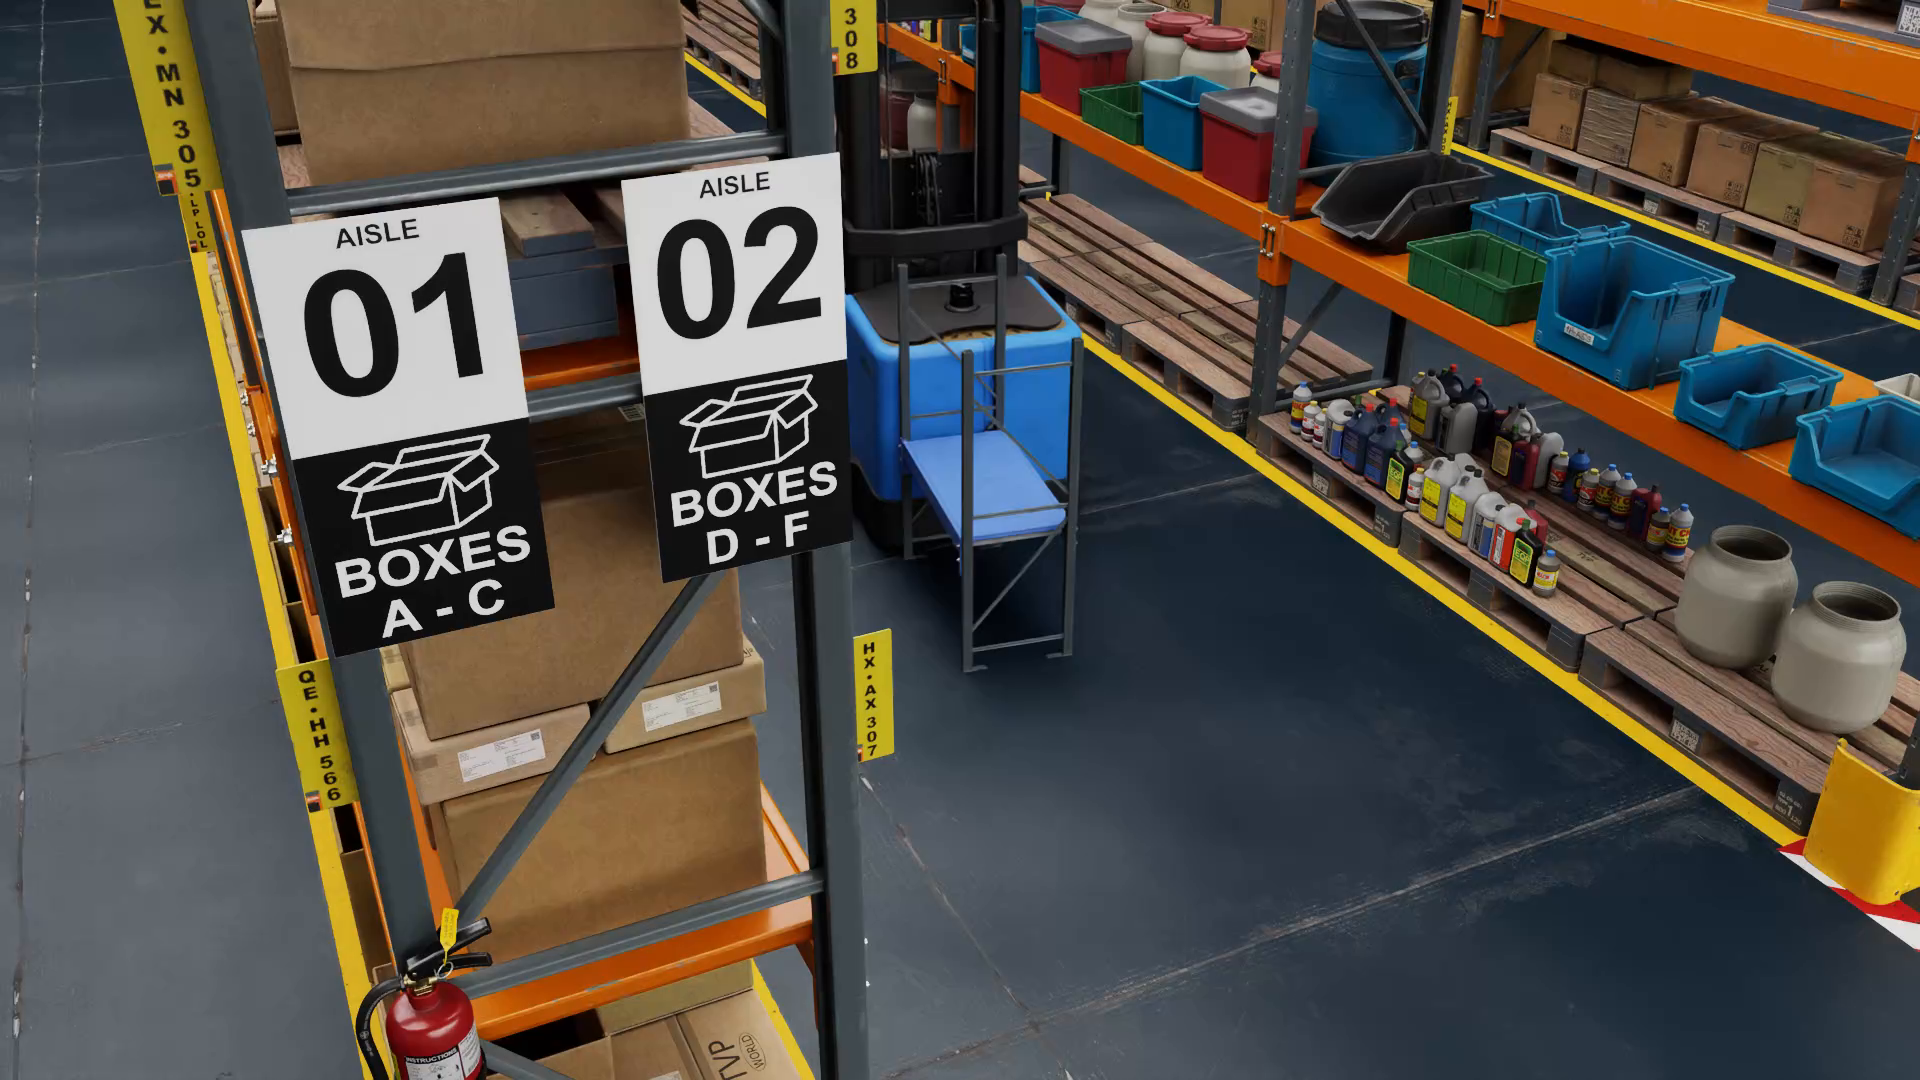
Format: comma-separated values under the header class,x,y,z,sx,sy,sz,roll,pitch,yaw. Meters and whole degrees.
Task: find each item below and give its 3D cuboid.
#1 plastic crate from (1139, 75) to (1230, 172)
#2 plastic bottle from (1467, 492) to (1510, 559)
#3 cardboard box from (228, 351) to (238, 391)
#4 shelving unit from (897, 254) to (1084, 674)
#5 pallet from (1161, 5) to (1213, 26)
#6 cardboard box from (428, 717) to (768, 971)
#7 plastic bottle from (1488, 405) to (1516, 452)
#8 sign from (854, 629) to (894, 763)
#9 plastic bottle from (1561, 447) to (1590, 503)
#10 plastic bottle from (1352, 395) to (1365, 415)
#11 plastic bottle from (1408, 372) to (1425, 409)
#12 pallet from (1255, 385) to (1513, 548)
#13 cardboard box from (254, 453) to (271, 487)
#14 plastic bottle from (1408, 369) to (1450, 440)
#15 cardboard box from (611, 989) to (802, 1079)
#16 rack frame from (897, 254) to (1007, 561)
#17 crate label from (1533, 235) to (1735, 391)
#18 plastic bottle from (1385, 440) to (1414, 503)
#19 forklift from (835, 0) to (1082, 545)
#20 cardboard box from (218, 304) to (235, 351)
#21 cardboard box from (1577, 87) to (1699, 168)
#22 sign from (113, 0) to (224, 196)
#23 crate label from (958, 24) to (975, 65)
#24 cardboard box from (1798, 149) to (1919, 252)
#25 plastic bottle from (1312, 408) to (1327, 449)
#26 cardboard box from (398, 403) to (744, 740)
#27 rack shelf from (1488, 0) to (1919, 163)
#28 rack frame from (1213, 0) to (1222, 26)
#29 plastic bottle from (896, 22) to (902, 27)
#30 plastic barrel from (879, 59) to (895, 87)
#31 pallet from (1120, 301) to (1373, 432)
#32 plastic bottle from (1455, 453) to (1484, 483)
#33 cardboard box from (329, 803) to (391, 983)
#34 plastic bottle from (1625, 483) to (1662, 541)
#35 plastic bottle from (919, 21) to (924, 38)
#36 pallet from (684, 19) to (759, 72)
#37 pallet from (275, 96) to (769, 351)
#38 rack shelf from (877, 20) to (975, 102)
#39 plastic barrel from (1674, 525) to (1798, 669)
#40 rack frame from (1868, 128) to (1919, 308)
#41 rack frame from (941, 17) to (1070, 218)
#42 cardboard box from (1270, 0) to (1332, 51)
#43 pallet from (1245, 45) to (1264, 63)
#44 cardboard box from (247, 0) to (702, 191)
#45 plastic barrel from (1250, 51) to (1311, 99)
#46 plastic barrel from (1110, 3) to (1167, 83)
class,x,y,z,sx,sy,sz,roll,pitch,yaw
plastic crate,1.307,-2.353,9.395,0.392,0.384,0.575,-13,32,-22
plastic bottle,2.451,-0.072,7.647,0.152,0.276,0.135,-14,32,-23
cardboard box,-3.726,-0.907,9.182,0.500,0.250,0.500,-14,32,-23
shelving unit,0.107,-0.354,7.348,0.538,1.500,1.048,-8,30,-14
pallet,2.845,-5.648,18.106,1.003,0.211,1.213,-13,32,-22
cardboard box,-0.886,0.615,3.984,0.700,0.500,0.500,-13,32,-22
plastic bottle,2.788,-0.573,8.532,0.061,0.283,0.133,-11,31,-19
sign,-0.193,0.342,3.608,0.100,0.325,0.005,-13,32,-22
plastic bottle,3.005,-0.324,8.101,0.097,0.271,0.097,0,29,0
plastic bottle,2.062,-0.598,8.576,0.061,0.283,0.133,-13,32,-22
plastic bottle,2.499,-0.814,9.046,0.097,0.201,0.097,0,29,0
pallet,2.312,-0.416,8.776,1.003,0.211,1.213,-13,32,-22
cardboard box,-2.847,-0.246,7.431,0.500,0.311,0.500,-13,32,-22
plastic bottle,2.468,-0.720,8.726,0.144,0.351,0.185,-13,32,-22
cardboard box,-0.726,1.600,4.711,0.500,0.250,0.500,-13,32,-22
rack frame,-0.035,-0.593,7.774,0.500,1.500,0.032,-8,30,-14
crate label,2.744,-0.942,6.828,0.502,0.435,0.616,-13,32,-22
plastic bottle,2.147,-0.336,8.110,0.061,0.283,0.133,-12,31,-20
forklift,-0.304,-1.959,8.747,1.130,2.935,3.031,-8,30,-14
cardboard box,-3.721,-1.146,9.035,0.500,0.311,0.500,-14,32,-23
cardboard box,5.373,-3.312,13.196,0.700,0.500,0.500,-16,33,-26
sign,-1.193,-0.685,2.513,0.100,0.325,0.005,-13,32,-22
crate label,0.187,-3.367,11.358,0.303,0.233,0.416,-13,32,-22
cardboard box,6.291,-2.355,11.489,0.700,0.500,0.500,-16,33,-26
plastic bottle,1.890,-0.586,8.640,0.097,0.201,0.097,0,29,0
cardboard box,-0.908,0.026,3.708,0.700,0.500,0.500,-13,32,-22
rack shelf,5.676,-3.547,12.245,1.077,0.370,4.000,-13,32,-22
rack frame,3.100,-6.512,16.795,1.000,3.000,0.127,-13,32,-22
plastic bottle,-0.430,-3.980,12.413,0.097,0.271,0.097,0,29,0
plastic barrel,-0.689,-3.745,13.976,0.421,0.512,0.421,0,29,0
pallet,1.689,-1.060,9.925,1.003,0.211,1.213,-13,32,-22
plastic bottle,2.420,-0.269,7.998,0.152,0.276,0.135,-13,32,-22
cardboard box,-1.638,0.944,5.115,0.500,0.500,0.500,-13,32,-22
plastic bottle,3.201,-0.148,7.774,0.061,0.283,0.133,-13,32,-21
plastic bottle,-0.248,-3.762,12.095,0.097,0.201,0.097,0,29,0
pallet,-2.251,-5.112,17.150,1.003,0.211,1.213,-13,32,-22
pallet,-0.977,-0.720,3.490,1.003,0.211,1.213,-13,32,-22
rack shelf,-0.514,-4.274,13.541,1.077,0.370,4.000,-13,32,-22
plastic barrel,3.212,0.235,6.878,0.421,0.512,0.421,0,29,0
rack frame,6.535,-2.978,10.493,1.000,3.000,0.127,-13,32,-22
rack frame,0.344,-3.705,11.790,1.000,3.000,0.127,-13,32,-22
cardboard box,3.778,-5.095,16.012,1.225,0.875,0.875,-14,32,-24
pallet,3.500,-4.970,16.898,1.003,0.211,1.213,-13,32,-22
cardboard box,-0.940,-0.985,3.194,0.797,0.503,0.637,-11,31,-19
plastic barrel,1.849,-2.466,9.441,0.433,0.535,0.433,0,29,0
plastic barrel,1.160,-3.158,10.700,0.421,0.512,0.421,0,29,0
